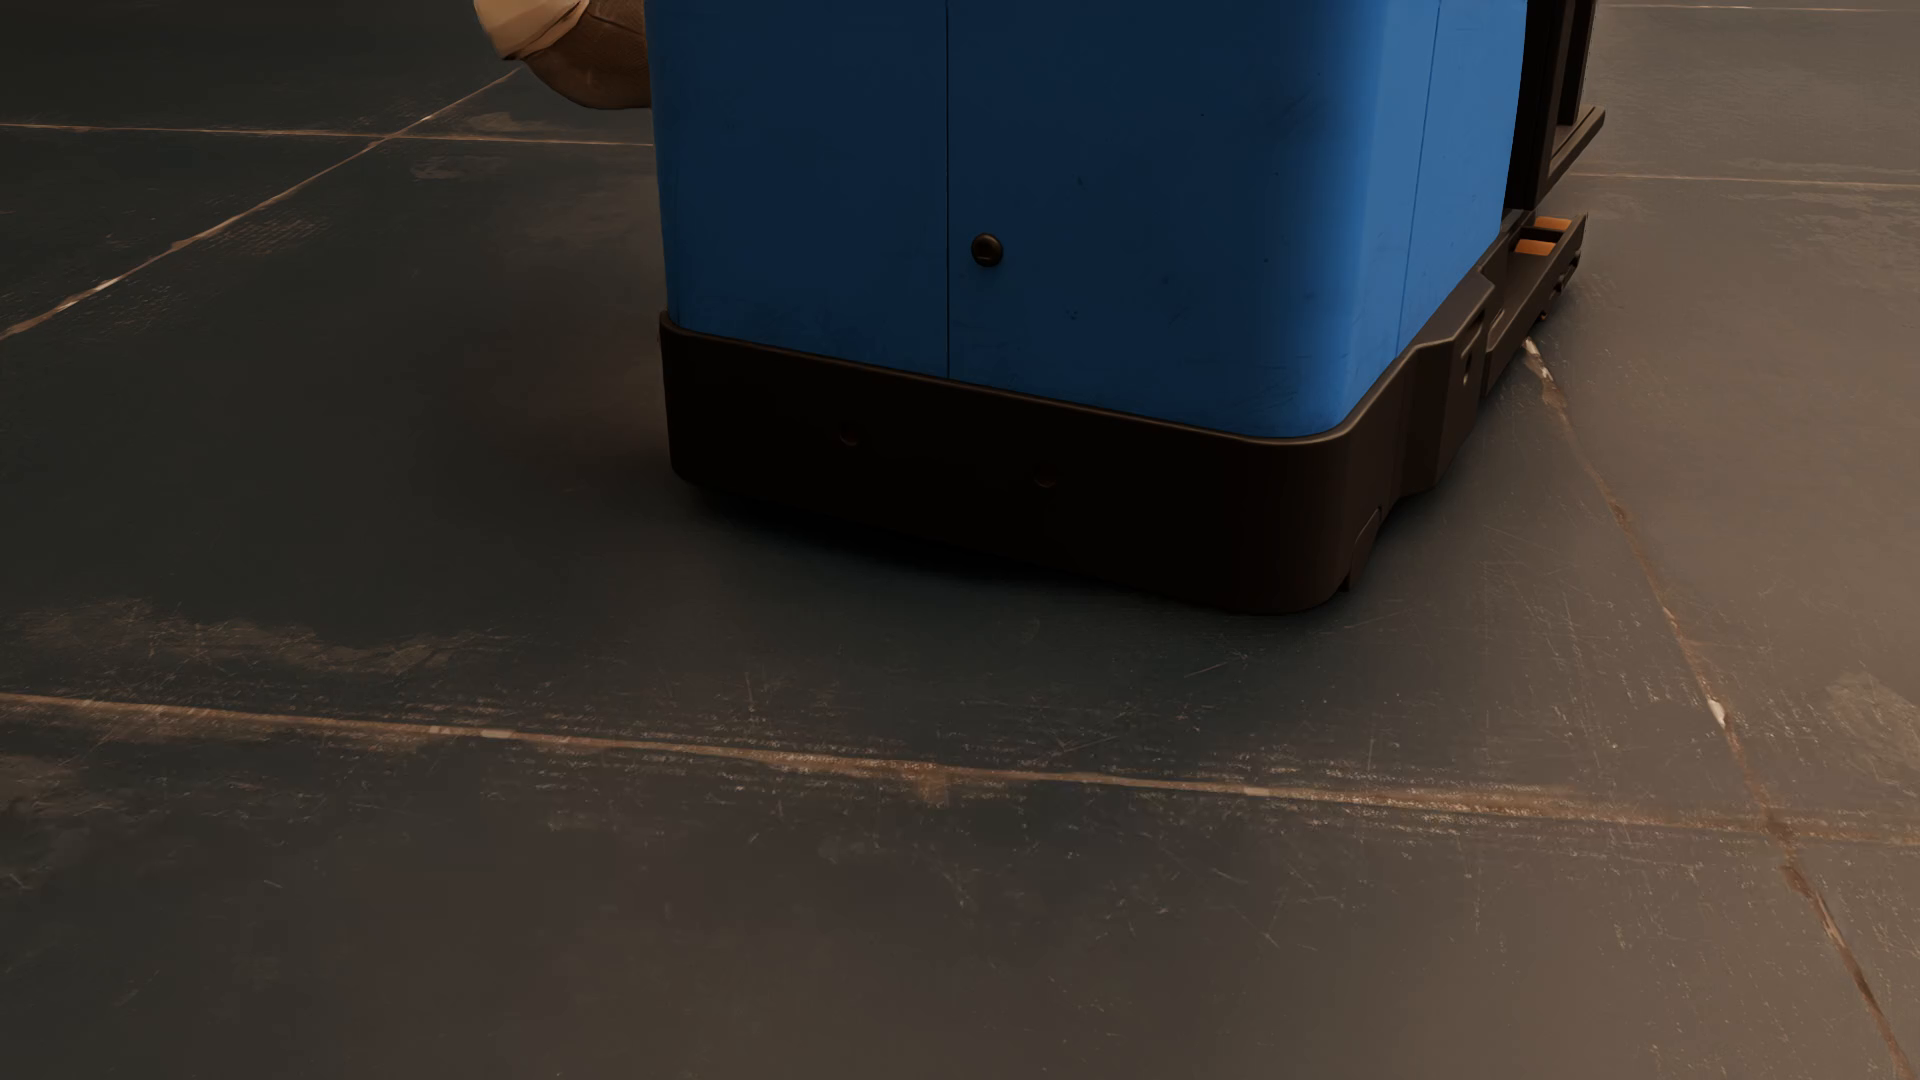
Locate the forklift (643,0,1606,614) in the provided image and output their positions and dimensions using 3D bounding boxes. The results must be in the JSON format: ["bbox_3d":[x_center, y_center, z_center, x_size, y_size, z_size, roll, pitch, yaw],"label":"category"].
[{"bbox_3d":[0.682,-1.841,2.908,1.130,2.935,3.031,13,29,25],"label":"forklift"}]

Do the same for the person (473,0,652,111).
[{"bbox_3d":[-0.357,-0.935,2.634,0.864,1.492,1.108,1,27,1],"label":"person"}]
